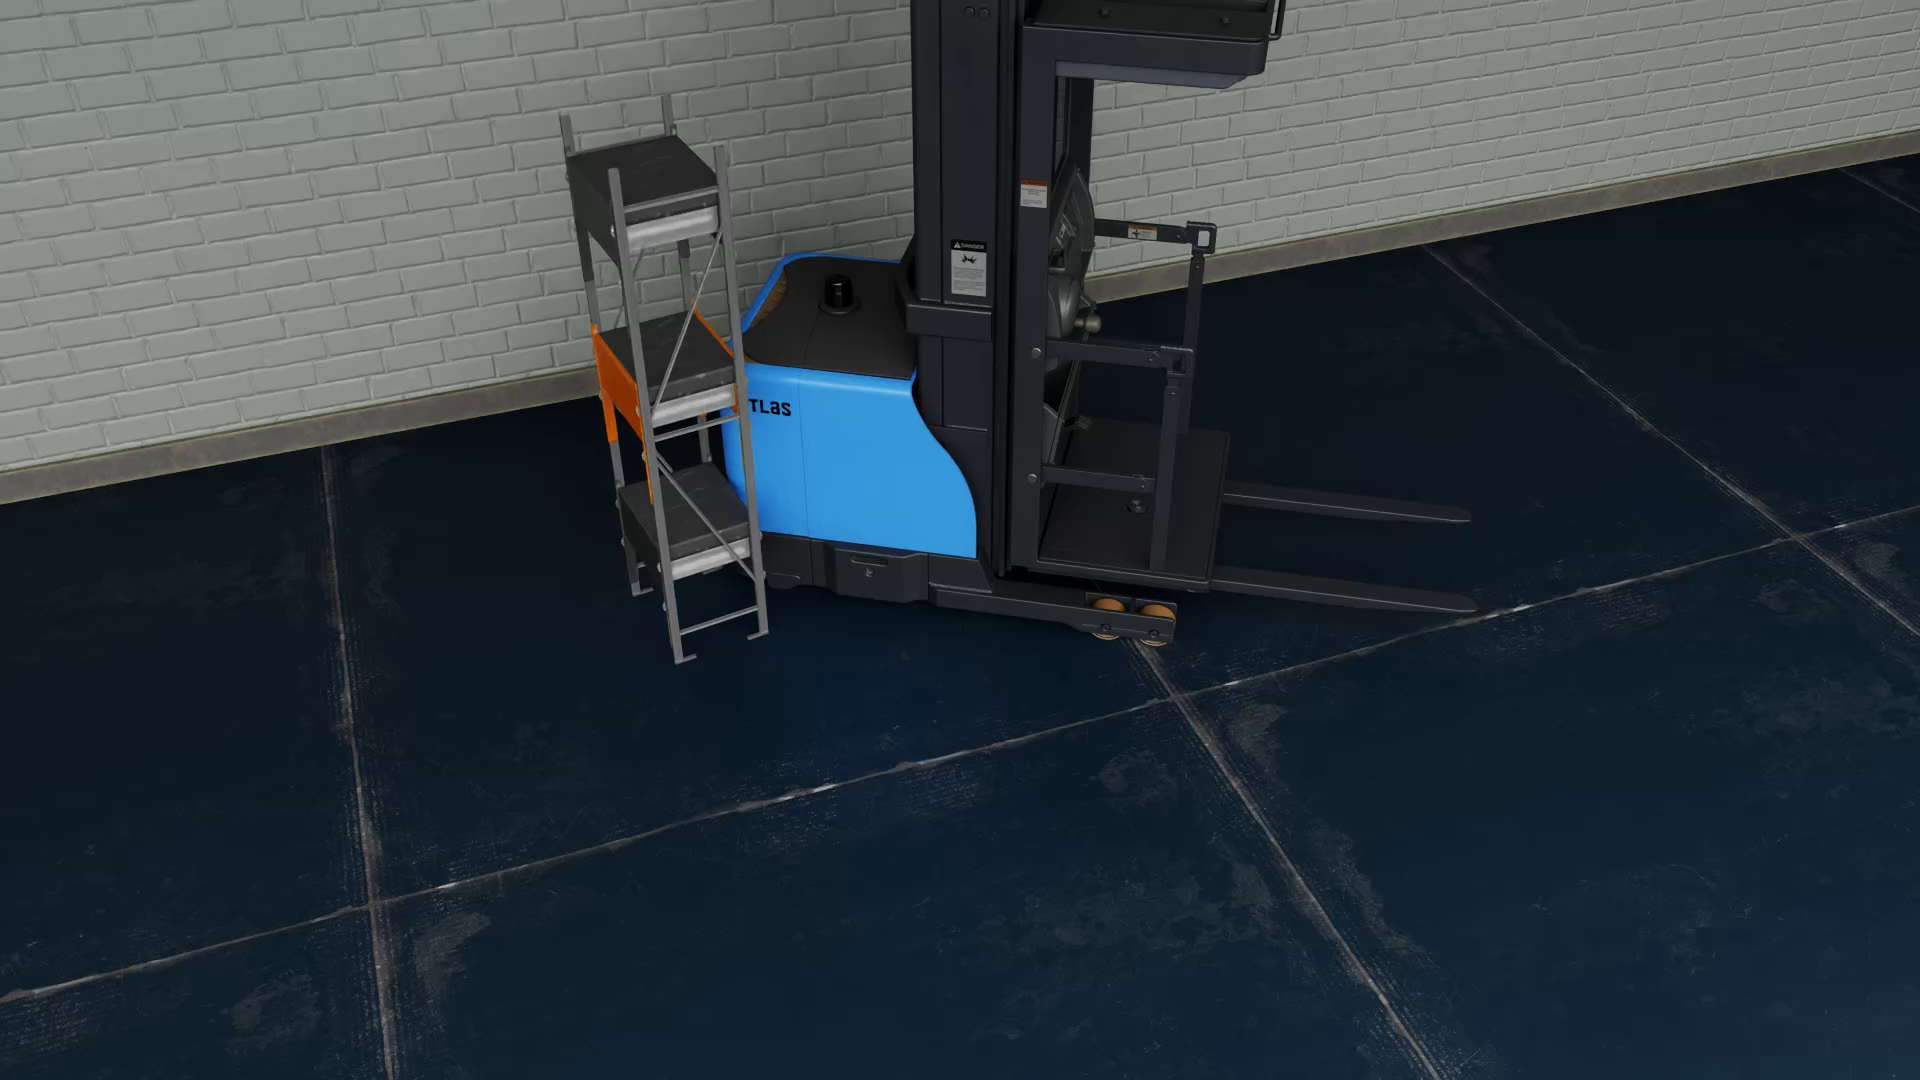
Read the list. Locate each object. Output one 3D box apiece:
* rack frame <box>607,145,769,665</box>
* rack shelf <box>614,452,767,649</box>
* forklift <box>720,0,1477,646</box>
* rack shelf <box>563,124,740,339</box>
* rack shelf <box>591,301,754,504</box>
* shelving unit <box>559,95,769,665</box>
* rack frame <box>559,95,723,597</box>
[{"bbox_3d":[-0.955,-0.405,6.043,0.400,2.100,0.015,-18,41,-23],"label":"rack frame"},{"bbox_3d":[-1.073,0.036,6.643,0.431,0.518,0.480,-18,41,-23],"label":"rack shelf"},{"bbox_3d":[0.610,-1.095,6.268,3.031,2.935,1.130,7,38,9],"label":"forklift"},{"bbox_3d":[-1.073,-1.082,5.801,0.431,0.518,0.480,-18,41,-23],"label":"rack shelf"},{"bbox_3d":[-1.073,-0.523,6.222,0.431,0.518,0.480,-18,41,-23],"label":"rack shelf"},{"bbox_3d":[-1.073,-0.534,6.214,0.431,2.100,0.503,-18,41,-23],"label":"shelving unit"},{"bbox_3d":[-1.190,-0.663,6.384,0.400,2.100,0.015,-18,41,-23],"label":"rack frame"}]
